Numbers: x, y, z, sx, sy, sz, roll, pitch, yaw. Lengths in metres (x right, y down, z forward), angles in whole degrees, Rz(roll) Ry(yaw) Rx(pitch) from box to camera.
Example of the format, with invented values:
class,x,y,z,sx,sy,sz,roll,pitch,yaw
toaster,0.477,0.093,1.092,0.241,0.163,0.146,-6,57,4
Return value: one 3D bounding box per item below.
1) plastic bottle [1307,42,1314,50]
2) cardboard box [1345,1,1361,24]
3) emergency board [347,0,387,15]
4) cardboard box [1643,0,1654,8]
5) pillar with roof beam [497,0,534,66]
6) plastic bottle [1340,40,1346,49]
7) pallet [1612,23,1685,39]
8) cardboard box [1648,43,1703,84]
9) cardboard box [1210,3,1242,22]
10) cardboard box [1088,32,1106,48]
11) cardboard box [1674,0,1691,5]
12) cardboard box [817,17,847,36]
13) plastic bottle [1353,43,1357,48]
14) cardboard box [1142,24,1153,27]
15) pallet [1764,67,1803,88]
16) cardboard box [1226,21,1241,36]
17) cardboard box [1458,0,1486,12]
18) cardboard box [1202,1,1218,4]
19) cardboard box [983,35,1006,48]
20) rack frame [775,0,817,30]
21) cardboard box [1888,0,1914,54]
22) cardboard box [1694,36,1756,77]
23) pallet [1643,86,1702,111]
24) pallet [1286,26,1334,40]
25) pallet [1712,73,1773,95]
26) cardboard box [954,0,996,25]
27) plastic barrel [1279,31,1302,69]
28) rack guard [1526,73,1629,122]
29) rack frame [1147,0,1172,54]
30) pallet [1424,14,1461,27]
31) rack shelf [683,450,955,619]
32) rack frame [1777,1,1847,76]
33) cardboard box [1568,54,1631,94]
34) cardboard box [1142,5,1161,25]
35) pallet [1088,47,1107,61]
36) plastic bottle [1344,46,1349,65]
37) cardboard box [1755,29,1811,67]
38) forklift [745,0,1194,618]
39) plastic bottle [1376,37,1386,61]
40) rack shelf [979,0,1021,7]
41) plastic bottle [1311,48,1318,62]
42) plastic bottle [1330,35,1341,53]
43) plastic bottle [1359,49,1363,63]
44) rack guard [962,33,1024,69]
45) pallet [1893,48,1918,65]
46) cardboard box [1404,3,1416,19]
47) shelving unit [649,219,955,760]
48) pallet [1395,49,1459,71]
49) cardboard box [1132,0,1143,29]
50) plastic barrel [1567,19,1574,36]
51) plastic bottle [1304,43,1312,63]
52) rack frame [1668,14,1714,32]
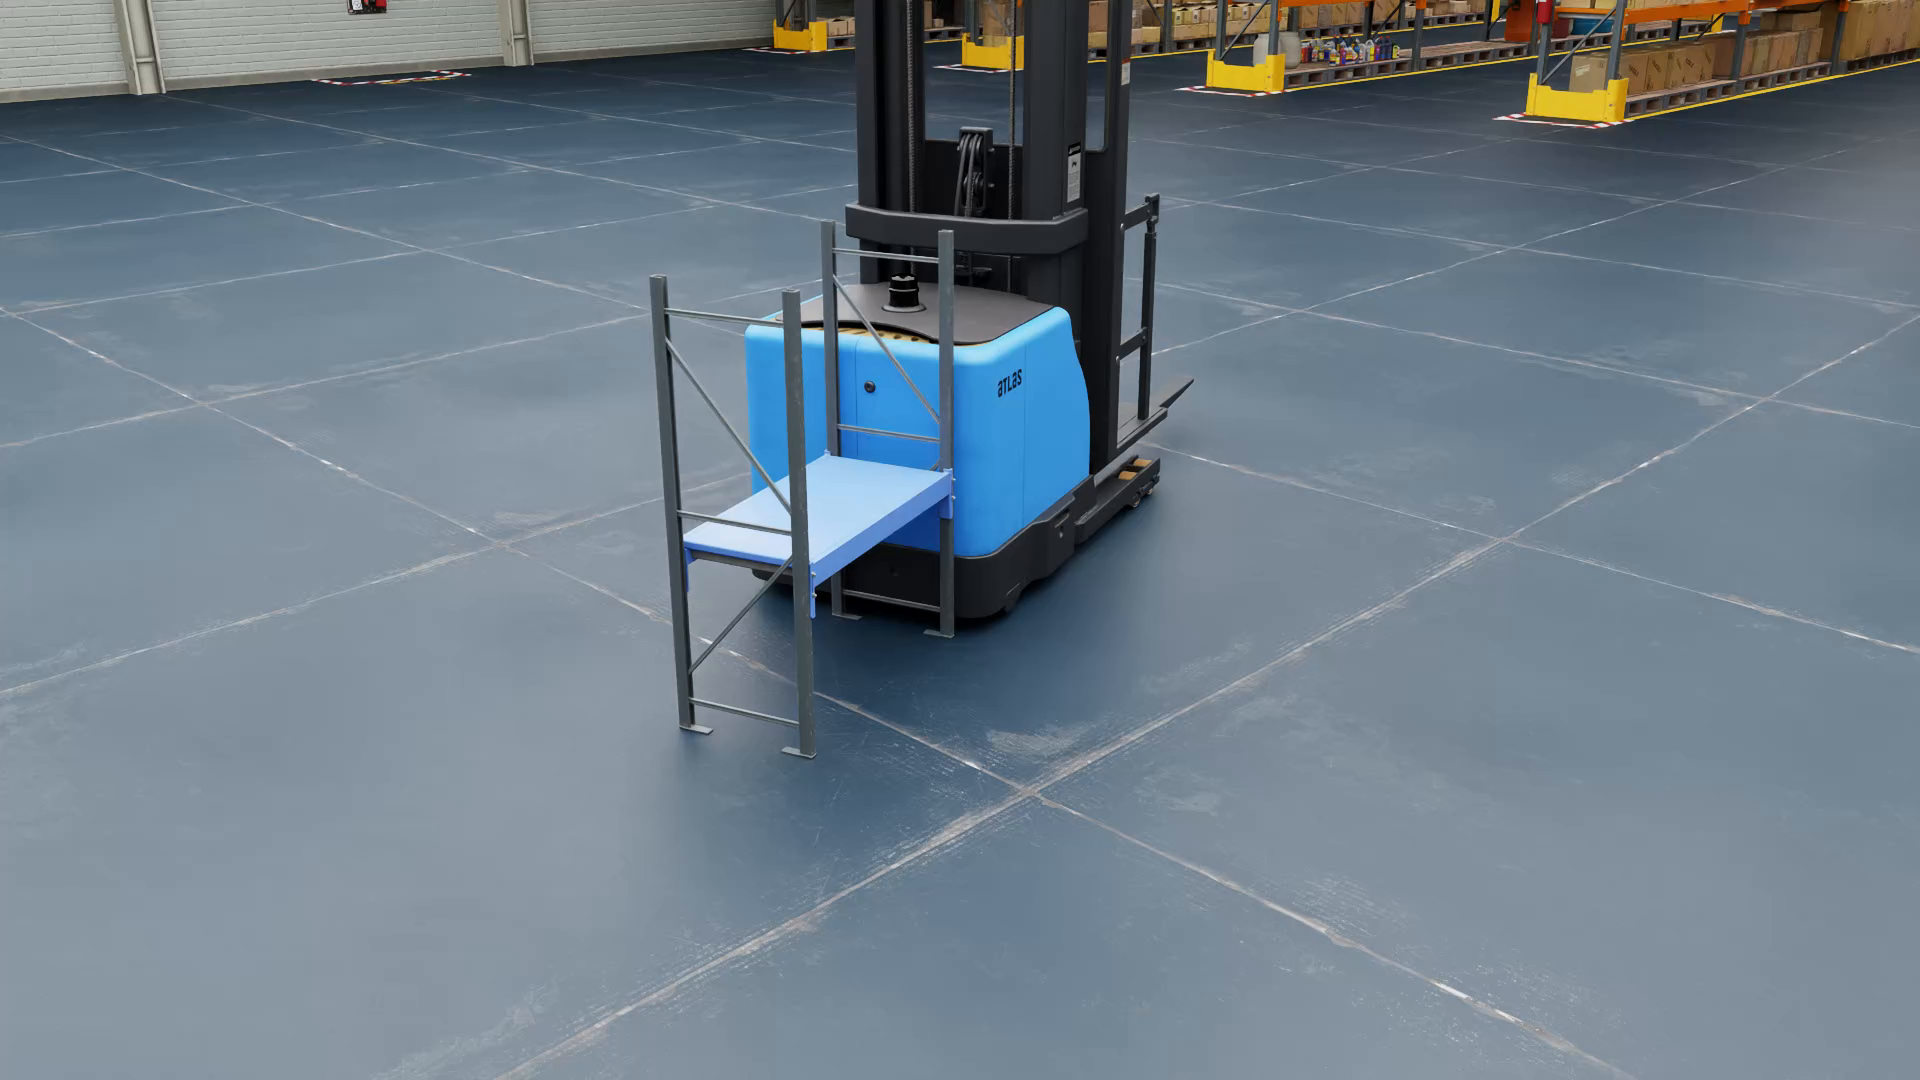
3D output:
class,x,y,z,sx,sy,sz,roll,pitch,yaw
plastic bottle,5.369,-7.542,25.700,0.152,0.276,0.135,18,28,39
cardboard box,7.742,-10.713,33.637,0.500,0.500,0.500,18,27,39
emergency board,-9.057,-8.641,25.375,0.194,1.169,0.643,19,28,41
cardboard box,8.401,-6.709,20.700,0.380,0.149,0.250,19,28,41
pillar with roof beam,-4.221,-10.989,23.123,9.100,9.000,0.400,19,28,41
plastic bottle,6.025,-7.722,26.173,0.097,0.271,0.097,0,21,0
pallet,13.817,-10.230,33.395,1.003,0.211,1.213,19,28,41
cardboard box,9.747,-6.509,22.726,0.500,0.500,0.500,-11,23,-25
cardboard box,4.892,-9.815,30.896,0.500,0.311,0.500,-19,28,-41
cardboard box,2.144,-8.553,28.394,0.500,0.250,0.500,19,28,41
cardboard box,9.144,-6.951,21.328,0.380,0.149,0.250,19,28,41
cardboard box,-2.441,-9.518,30.791,0.500,0.311,0.500,15,26,35
plastic bottle,6.105,-7.514,25.616,0.061,0.283,0.133,19,28,41
cardboard box,3.435,-9.293,30.320,0.500,0.250,0.500,19,28,40
pallet,11.842,-6.935,24.824,1.003,0.211,1.213,19,28,41
cardboard box,4.885,-9.551,30.991,0.500,0.250,0.500,-20,28,-41
cardboard box,11.522,-12.124,37.307,0.500,0.500,0.500,19,28,41
cardboard box,4.851,-10.075,31.573,0.500,0.311,0.500,18,28,39
cardboard box,0.726,-8.298,27.730,0.500,0.250,0.500,19,28,41
rack frame,-2.988,-10.412,29.984,1.000,3.000,0.127,19,28,41
cardboard box,14.975,-8.583,27.599,1.225,0.875,0.875,18,27,39
cardboard box,10.893,-6.912,23.749,0.700,0.500,0.500,17,27,37
pallet,9.155,-5.923,22.191,1.003,0.211,1.213,19,28,41
pallet,6.692,-10.111,33.086,1.003,0.211,1.213,19,28,41
pallet,10.991,-6.620,24.004,1.003,0.211,1.213,19,28,41
cardboard box,0.304,-10.673,33.531,0.500,0.500,0.700,-19,28,-40
plastic barrel,4.864,-7.285,24.729,0.421,0.512,0.421,0,21,0
rack guard,7.711,-5.546,20.807,1.175,0.500,0.348,19,28,41
rack frame,3.354,-10.202,29.436,1.000,3.000,0.127,19,28,41
pallet,10.266,-11.448,36.565,1.003,0.211,1.213,19,28,41
rack shelf,-0.471,-0.044,5.601,0.538,0.185,1.000,10,23,24
rack frame,13.239,-8.750,25.658,1.000,3.000,0.127,19,28,41
cardboard box,8.106,-5.879,21.087,0.500,0.500,0.500,-14,25,-32
cardboard box,3.431,-9.552,30.211,0.500,0.311,0.500,19,28,41
pallet,1.918,-8.391,28.611,1.003,0.211,1.213,19,28,41
plastic bottle,5.837,-7.341,25.182,0.097,0.271,0.097,0,21,0
cardboard box,12.408,-7.465,25.187,0.700,0.500,0.500,16,26,36
forklift,0.267,-1.570,7.075,1.130,2.935,3.031,10,23,24
plastic bottle,6.524,-7.643,25.857,0.144,0.351,0.185,18,27,38
rack shelf,1.959,-9.352,28.227,1.077,0.370,4.000,19,28,41
plastic bottle,5.471,-7.481,25.644,0.097,0.201,0.097,0,21,0
plastic bottle,5.908,-7.778,26.208,0.144,0.351,0.185,18,27,38
plastic bottle,6.119,-7.412,25.465,0.097,0.201,0.097,0,21,0
rack guard,0.547,-8.001,27.193,1.175,0.500,0.348,19,28,41
pallet,15.545,-8.259,28.268,1.003,0.211,1.213,19,28,41
cardboard box,9.382,-11.262,35.329,0.500,0.311,0.500,19,28,41
shelving unit,-0.471,-0.212,5.536,0.538,1.500,1.048,10,23,24
pallet,7.420,-7.871,27.258,1.003,0.211,1.213,19,28,41
cardboard box,2.830,-9.165,28.940,0.500,0.500,0.500,19,28,41
plastic barrel,11.137,-9.612,30.783,0.421,0.512,0.421,0,21,0
plastic bottle,5.349,-7.483,25.536,0.061,0.283,0.133,19,28,41
rack frame,15.271,-12.046,34.233,1.000,3.000,0.127,19,28,41
